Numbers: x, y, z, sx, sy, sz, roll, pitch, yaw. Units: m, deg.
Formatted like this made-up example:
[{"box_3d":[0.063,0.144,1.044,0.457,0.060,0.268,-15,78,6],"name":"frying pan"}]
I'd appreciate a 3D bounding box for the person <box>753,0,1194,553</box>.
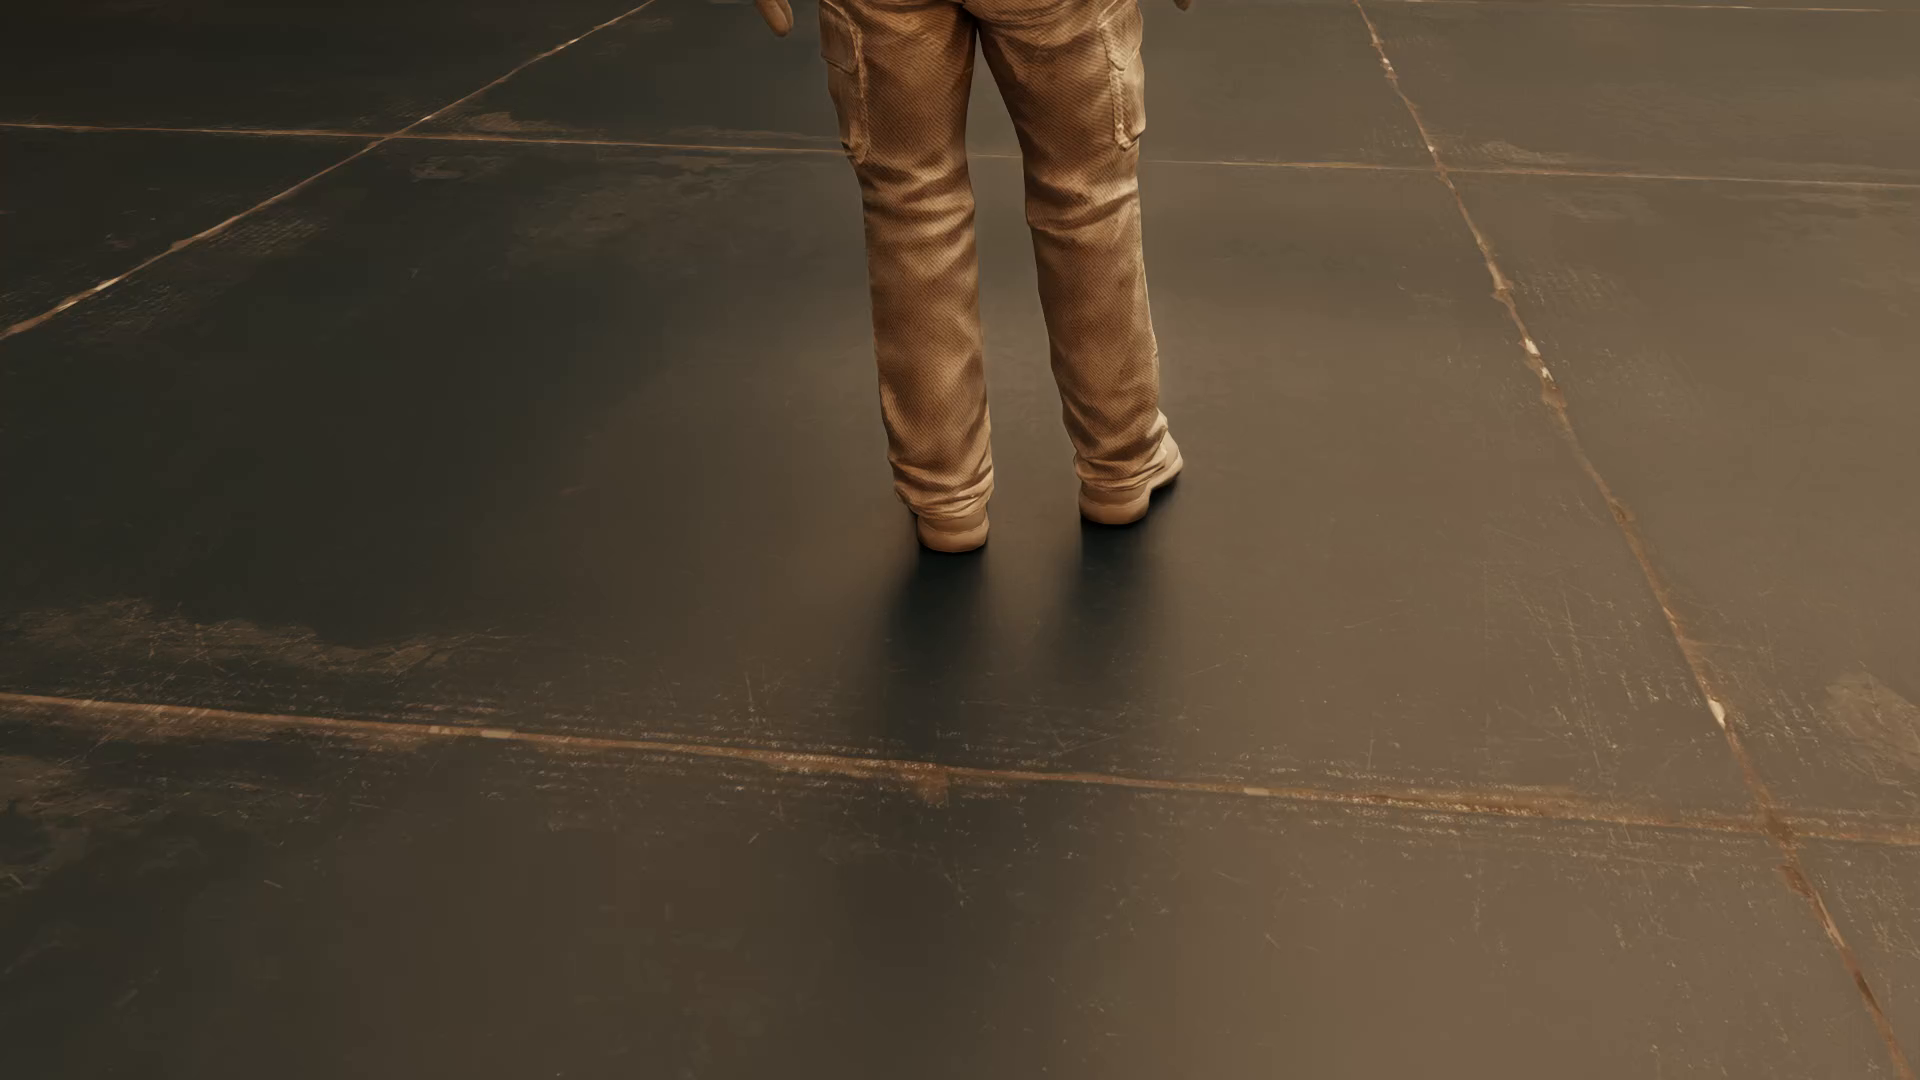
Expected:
[{"box_3d":[0.018,-0.836,2.162,0.657,1.785,0.575,3,27,7],"name":"person"}]
